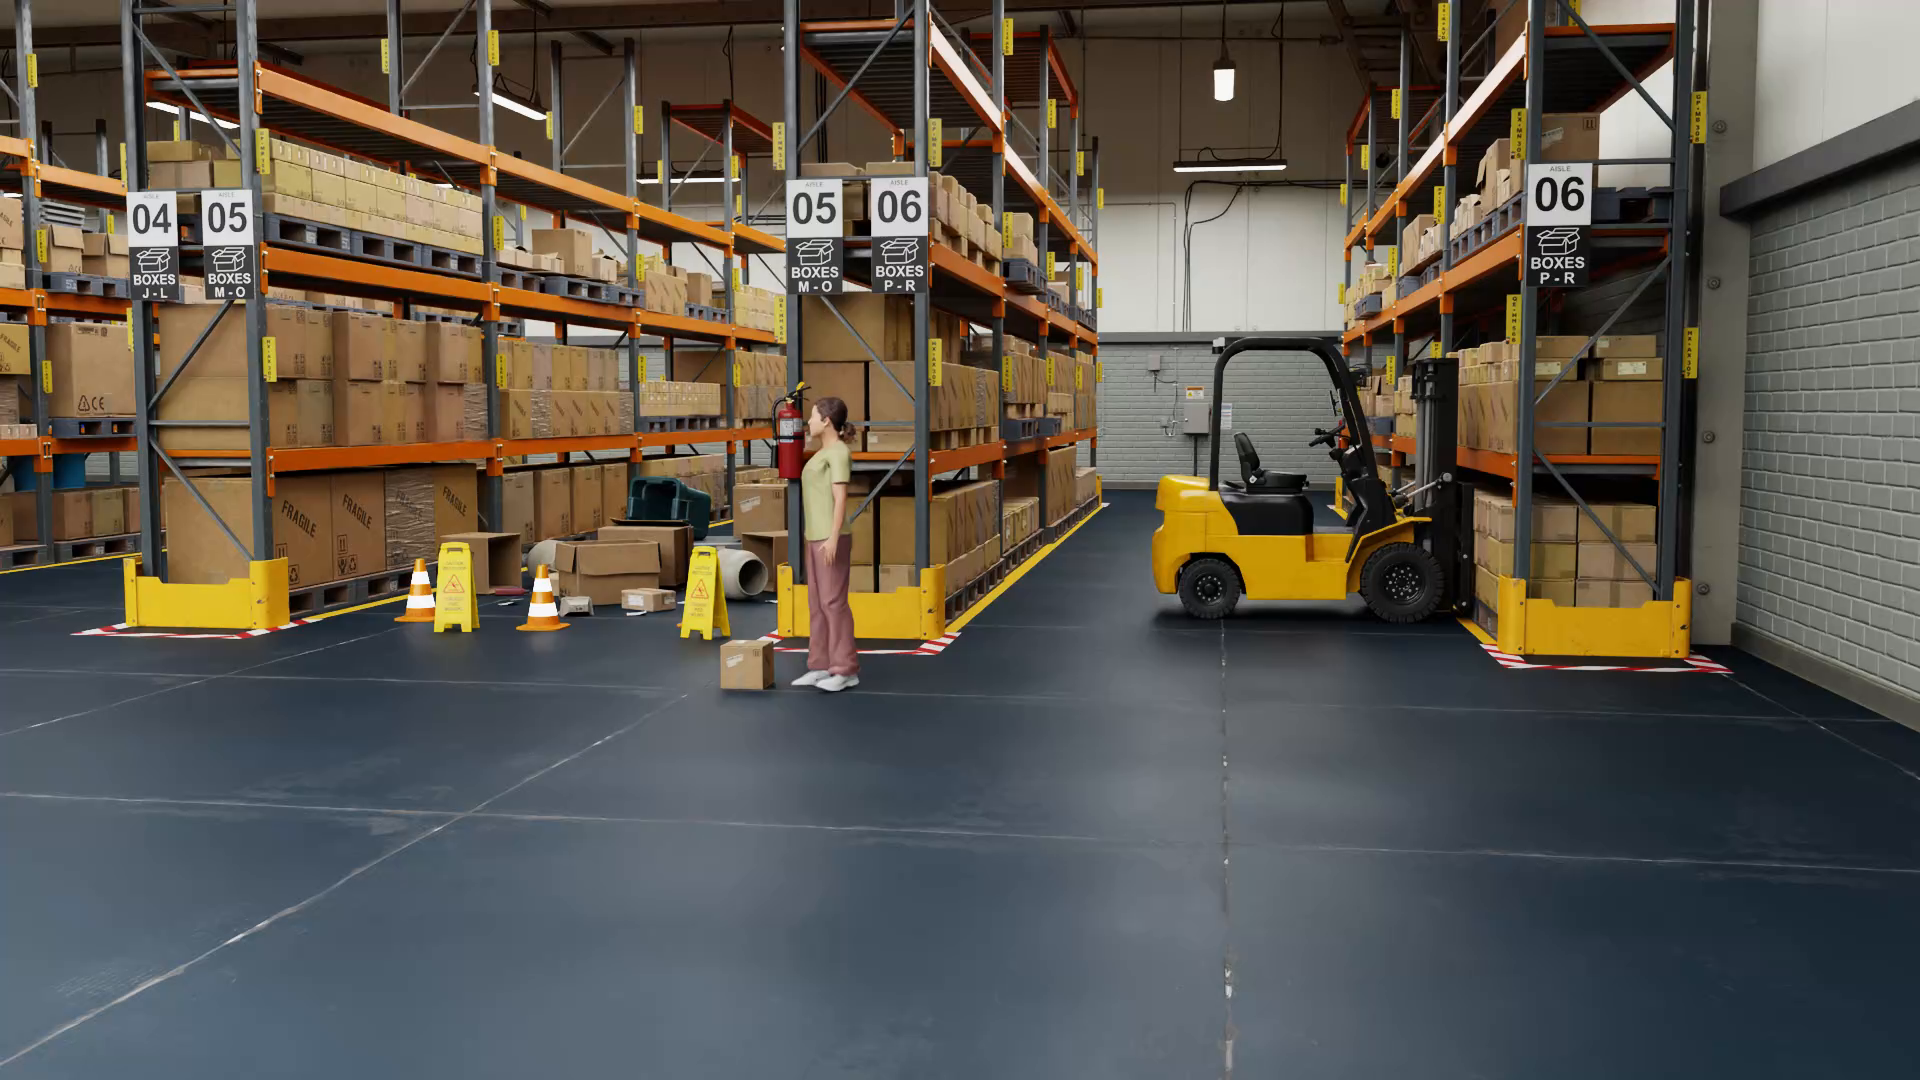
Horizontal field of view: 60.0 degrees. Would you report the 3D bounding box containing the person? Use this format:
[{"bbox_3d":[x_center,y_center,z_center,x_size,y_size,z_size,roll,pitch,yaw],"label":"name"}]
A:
[{"bbox_3d":[-0.768,0.032,9.580,0.388,1.717,0.515,-1,5,-16],"label":"person"}]
